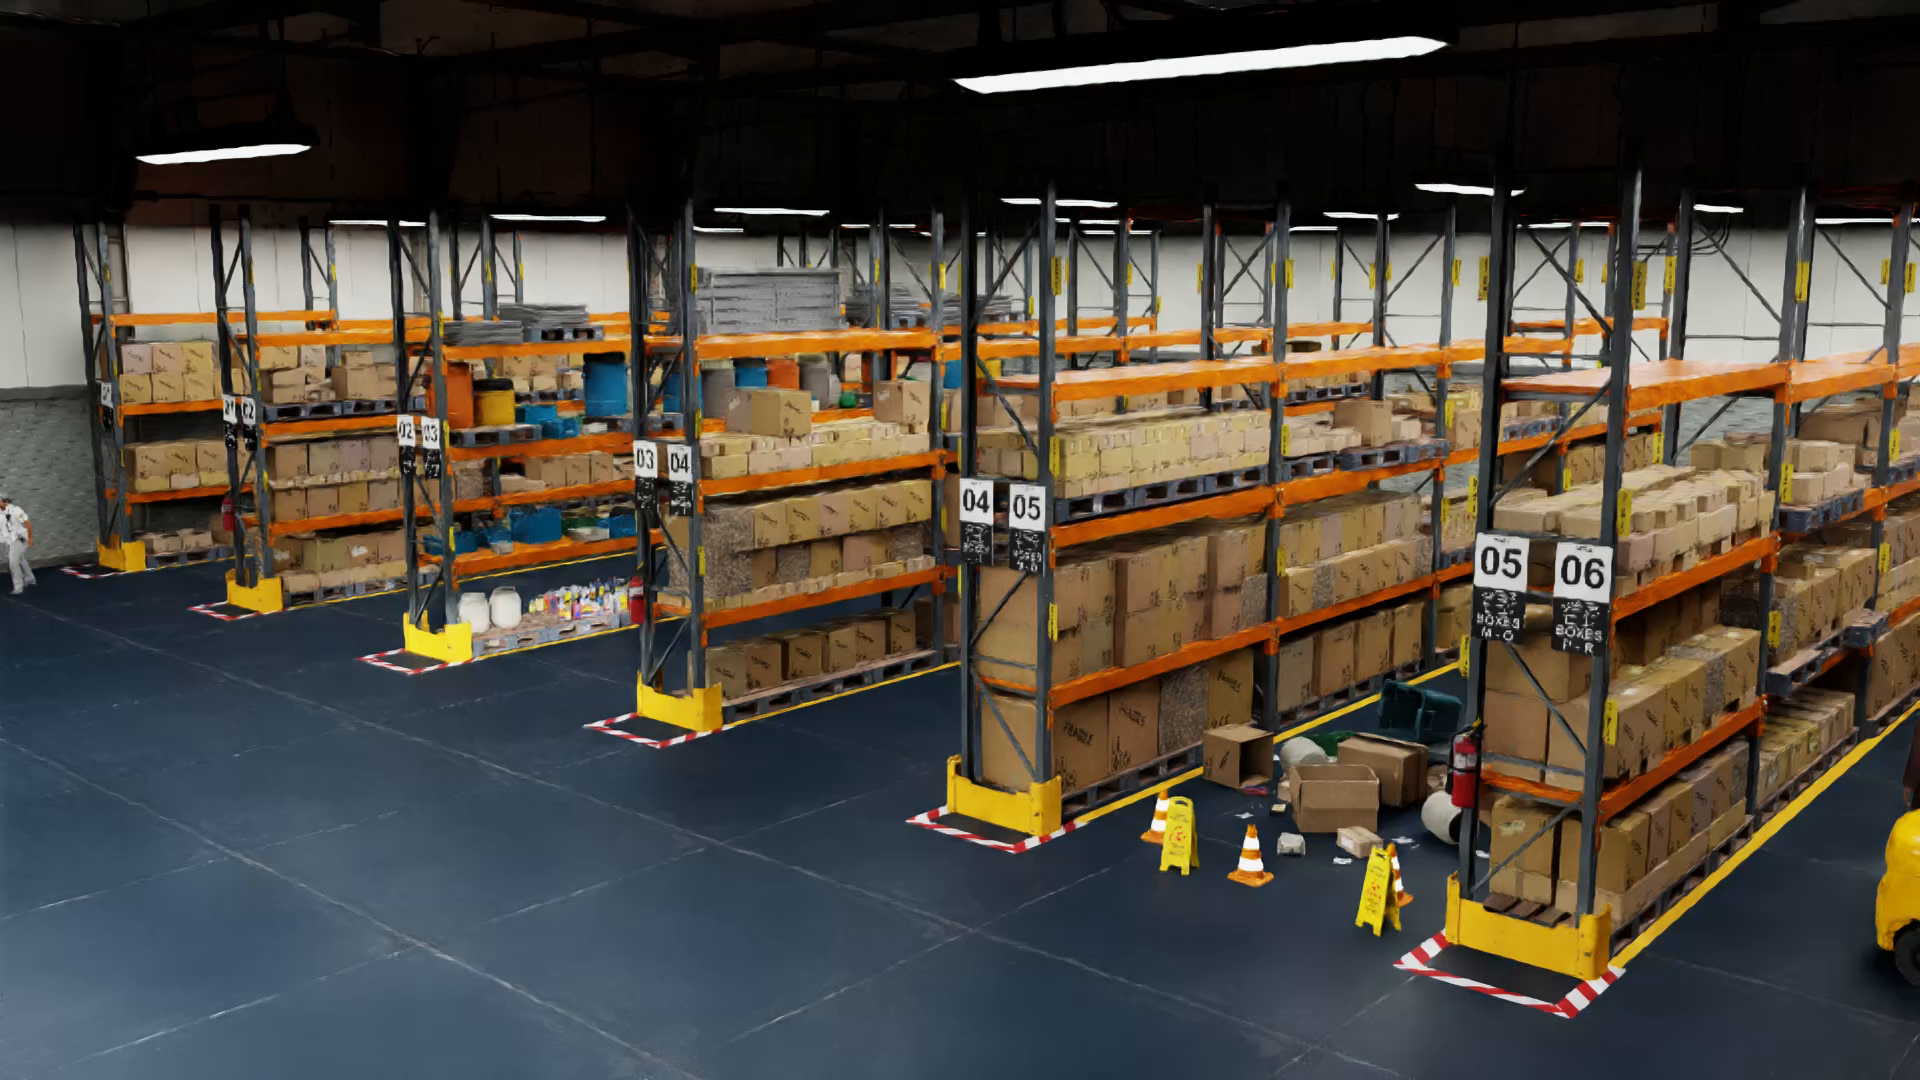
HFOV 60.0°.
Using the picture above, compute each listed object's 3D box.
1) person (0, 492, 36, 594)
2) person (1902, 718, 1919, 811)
[{"bbox_3d":[-14.963,0.010,26.353,0.661,1.599,0.805,4,10,23],"label":"person"},{"bbox_3d":[8.038,2.016,13.714,0.677,1.775,0.636,-3,10,-18],"label":"person"}]
